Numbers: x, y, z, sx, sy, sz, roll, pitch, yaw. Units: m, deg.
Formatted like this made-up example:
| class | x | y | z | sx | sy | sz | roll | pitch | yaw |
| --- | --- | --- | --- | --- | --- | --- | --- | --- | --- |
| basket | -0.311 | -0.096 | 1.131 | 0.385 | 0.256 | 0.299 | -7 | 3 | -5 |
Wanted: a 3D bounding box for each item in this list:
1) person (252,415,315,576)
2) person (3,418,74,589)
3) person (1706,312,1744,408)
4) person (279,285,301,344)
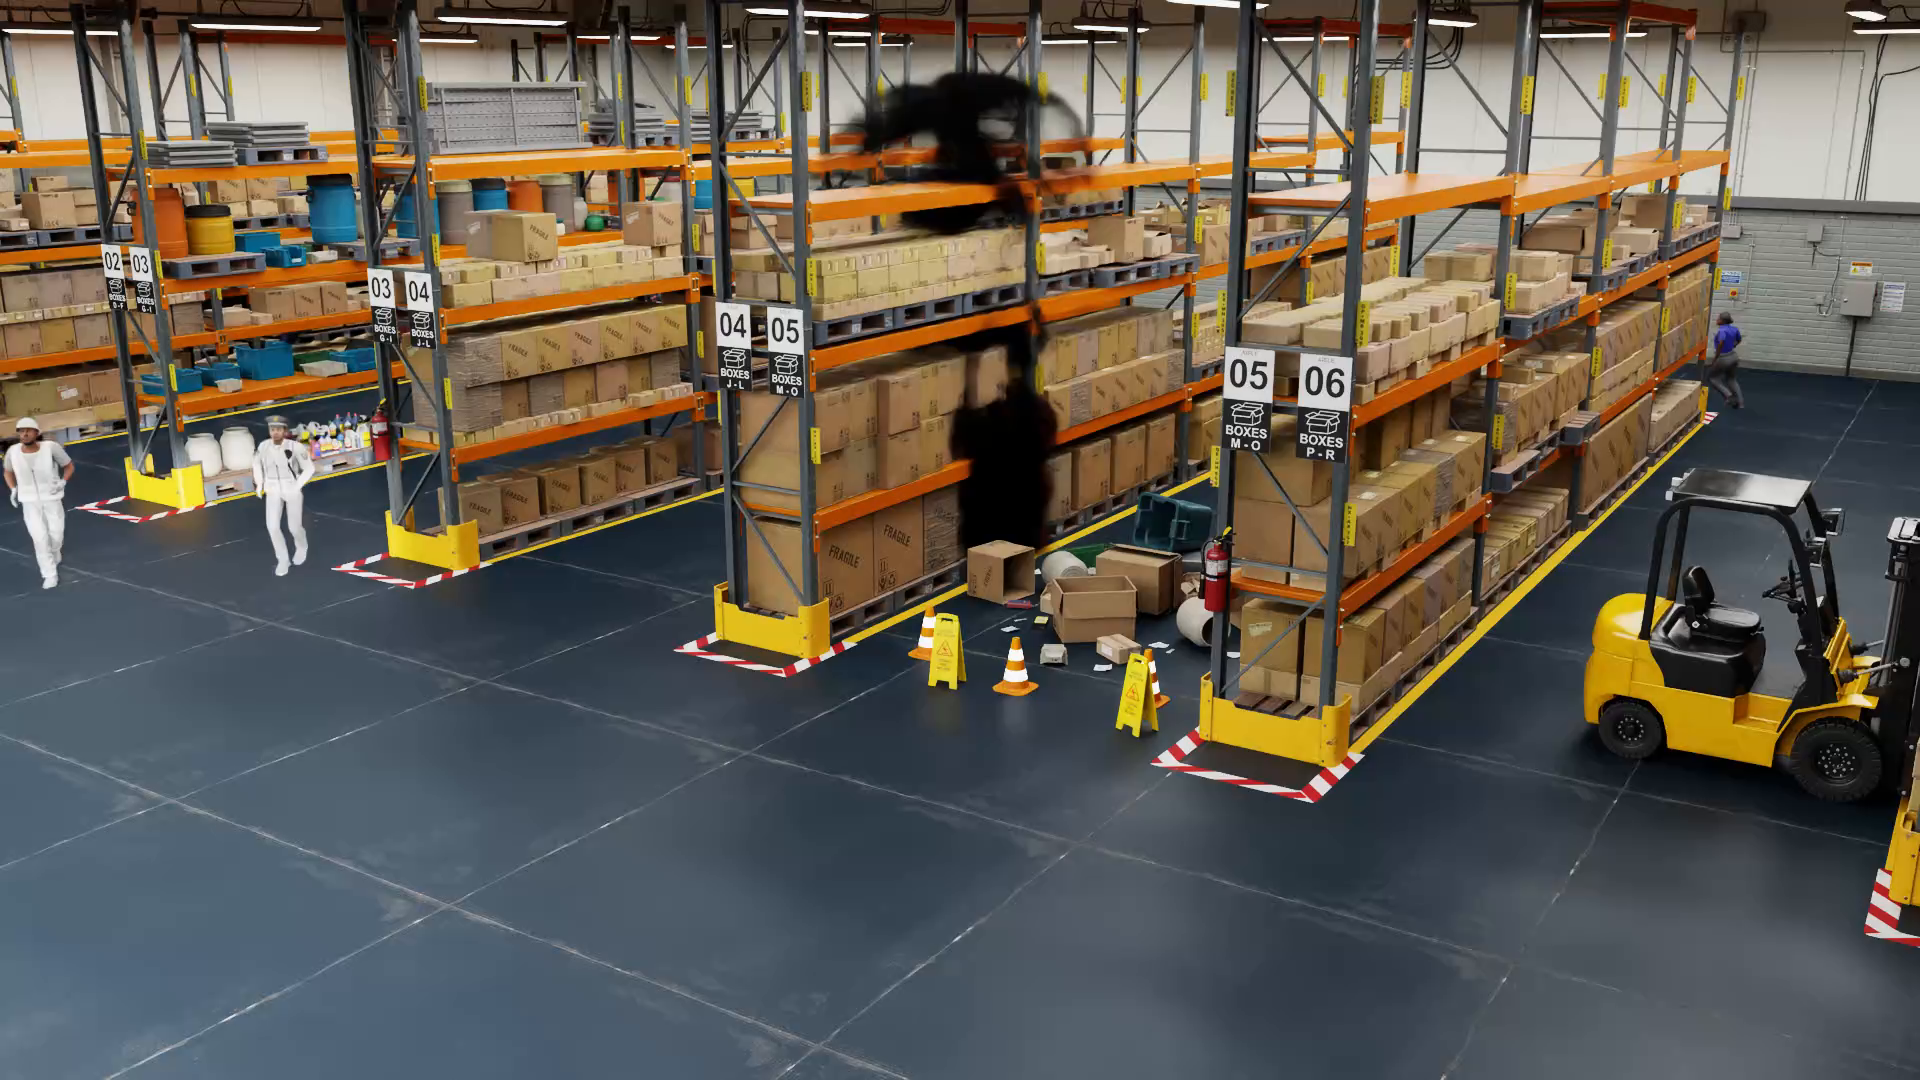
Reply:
| class | x | y | z | sx | sy | sz | roll | pitch | yaw |
| --- | --- | --- | --- | --- | --- | --- | --- | --- | --- |
| person | -6.952 | -0.487 | 17.133 | 0.640 | 1.672 | 0.847 | -3 | 16 | -10 |
| person | -9.655 | -0.423 | 17.497 | 0.674 | 1.770 | 0.765 | -6 | 17 | -21 |
| person | 12.250 | -2.884 | 26.701 | 0.711 | 1.569 | 0.605 | -7 | 17 | -24 |
| person | -11.924 | -3.690 | 29.466 | 0.587 | 1.640 | 0.610 | 9 | 18 | 28 |
